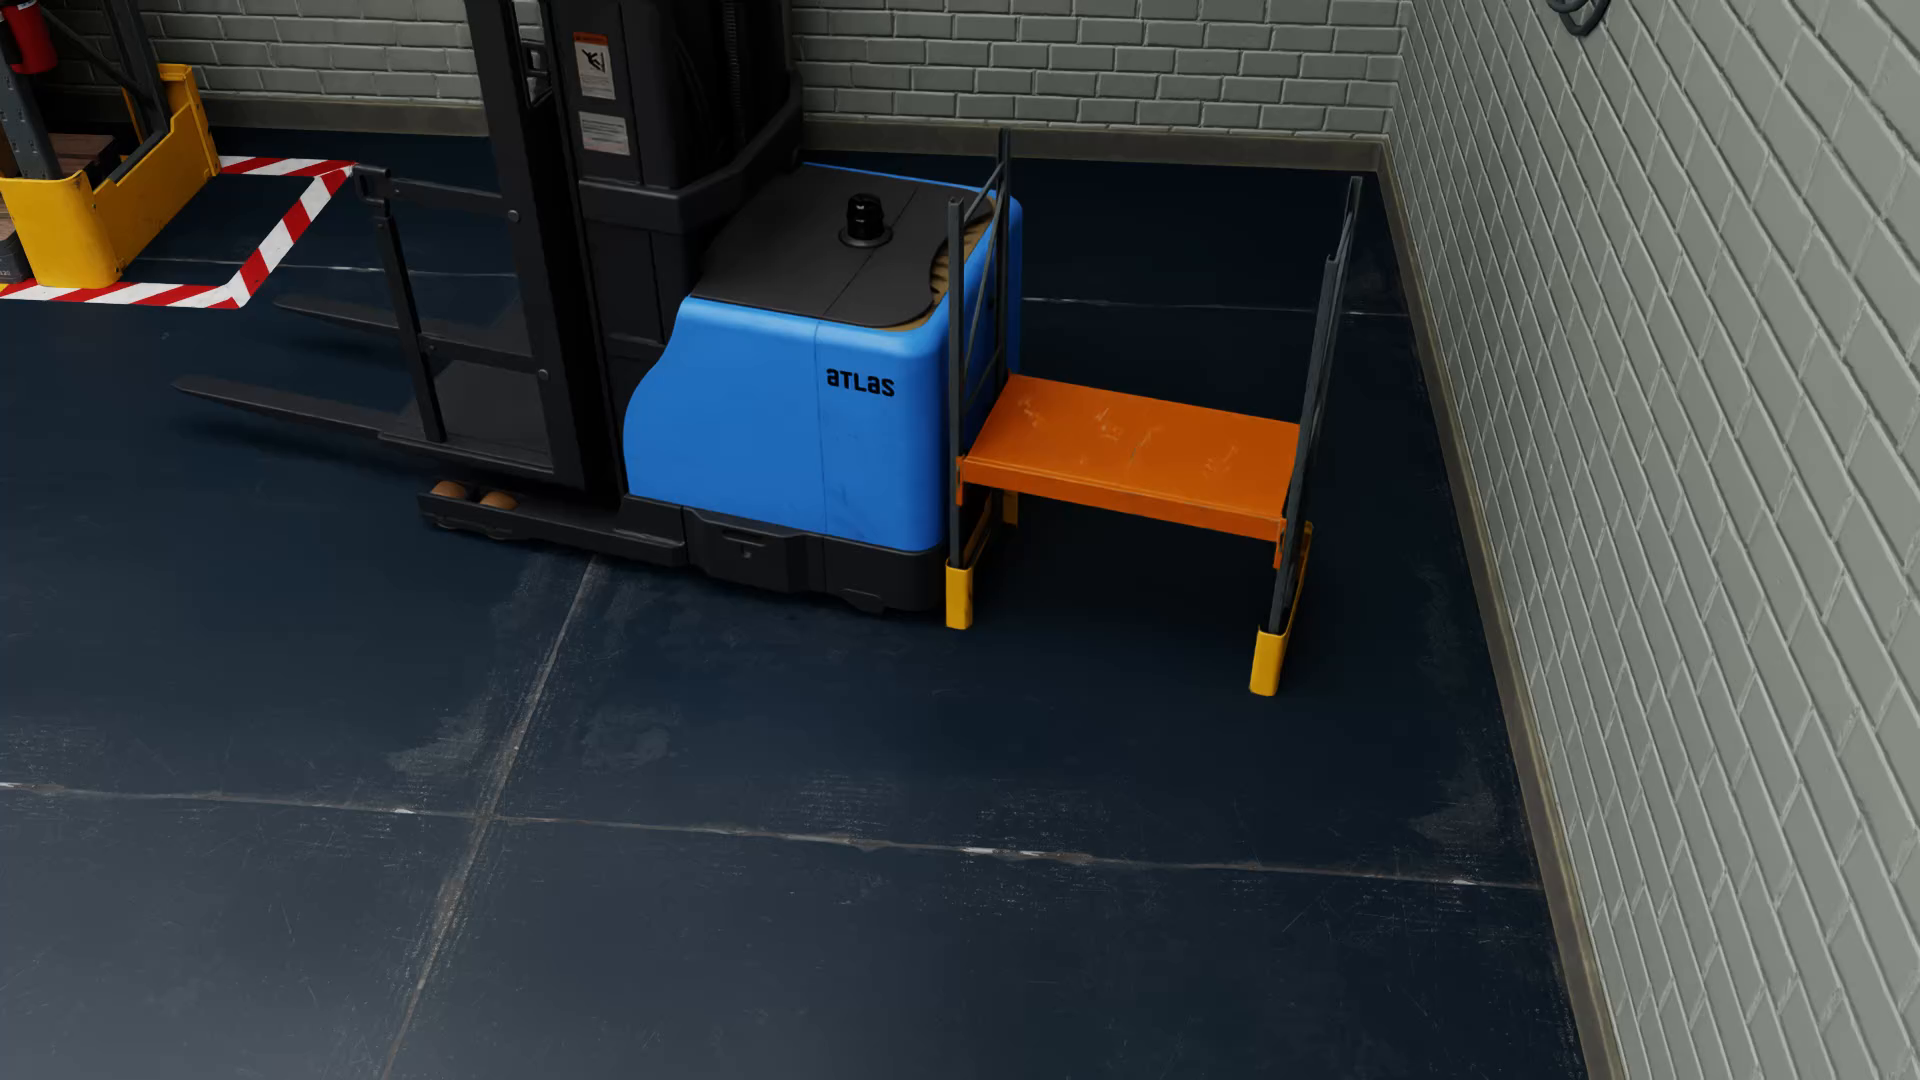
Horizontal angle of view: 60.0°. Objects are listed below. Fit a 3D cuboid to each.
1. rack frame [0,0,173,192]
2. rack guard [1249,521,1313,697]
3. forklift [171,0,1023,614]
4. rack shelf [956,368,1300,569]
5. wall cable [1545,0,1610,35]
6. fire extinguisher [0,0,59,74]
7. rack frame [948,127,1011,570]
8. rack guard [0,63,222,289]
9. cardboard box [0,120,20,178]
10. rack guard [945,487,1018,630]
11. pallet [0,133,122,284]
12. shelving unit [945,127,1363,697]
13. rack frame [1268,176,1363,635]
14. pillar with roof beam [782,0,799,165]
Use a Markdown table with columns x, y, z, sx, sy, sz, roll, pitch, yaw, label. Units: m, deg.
| x | y | z | sx | sy | sz | roll | pitch | yaw | label |
| --- | --- | --- | --- | --- | --- | --- | --- | --- | --- |
| -3.756 | -2.603 | 6.572 | 0.127 | 3.000 | 1.000 | 3 | 39 | 4 | rack frame |
| 1.025 | 0.208 | 5.297 | 0.087 | 0.250 | 0.587 | 12 | 41 | 14 | rack guard |
| -1.355 | -1.440 | 5.198 | 3.031 | 2.935 | 1.130 | 12 | 41 | 14 | forklift |
| 0.543 | -0.236 | 5.137 | 1.000 | 0.185 | 0.538 | 12 | 41 | 14 | rack shelf |
| 1.848 | -3.193 | 5.004 | 0.112 | 2.526 | 3.097 | 3 | 39 | 4 | wall cable |
| -3.646 | -2.130 | 6.348 | 0.183 | 0.674 | 0.296 | 3 | 39 | 4 | fire extinguisher |
| 0.059 | -0.474 | 5.144 | 0.032 | 1.500 | 0.500 | 12 | 41 | 14 | rack frame |
| -3.732 | -1.633 | 7.360 | 0.348 | 0.500 | 1.175 | 3 | 39 | 4 | rack guard |
| -4.462 | -1.772 | 7.198 | 0.500 | 0.500 | 0.700 | 3 | 39 | 4 | cardboard box |
| 0.077 | 0.015 | 5.534 | 0.087 | 0.250 | 0.587 | 12 | 41 | 14 | rack guard |
| -4.559 | -1.516 | 7.446 | 1.213 | 0.211 | 1.003 | 3 | 39 | 4 | pallet |
| 0.551 | -0.374 | 5.021 | 1.083 | 1.500 | 0.587 | 12 | 41 | 14 | shelving unit |
| 1.026 | -0.277 | 4.902 | 0.032 | 1.500 | 0.500 | 12 | 41 | 14 | rack frame |
| -1.363 | -2.619 | 1.840 | 0.400 | 9.000 | 9.100 | 3 | 39 | 4 | pillar with roof beam |
